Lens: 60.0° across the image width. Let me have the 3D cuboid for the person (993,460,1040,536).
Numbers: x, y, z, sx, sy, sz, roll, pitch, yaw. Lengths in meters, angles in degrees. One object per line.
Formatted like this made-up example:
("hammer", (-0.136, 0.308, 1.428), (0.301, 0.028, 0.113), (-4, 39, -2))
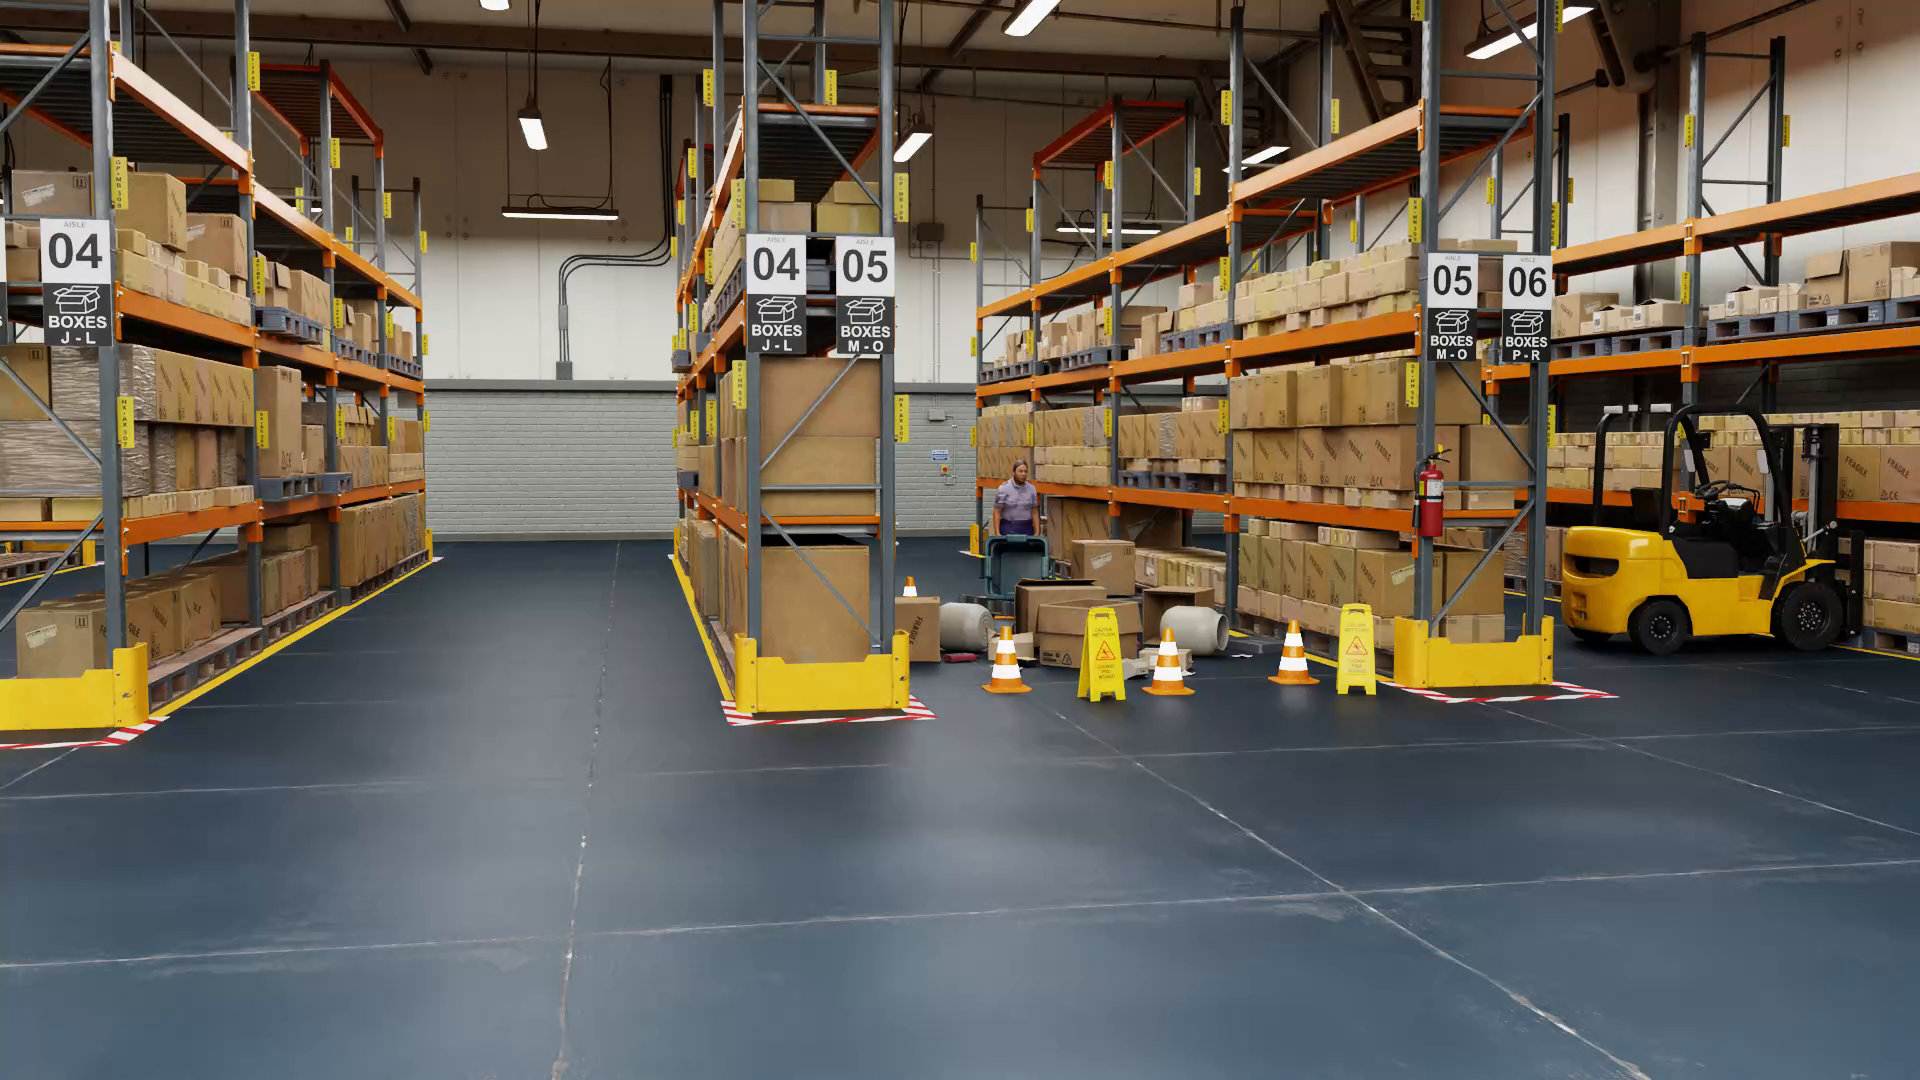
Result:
("person", (0.609, -0.048, 18.076), (0.563, 1.653, 0.334), (-1, 3, -18))
